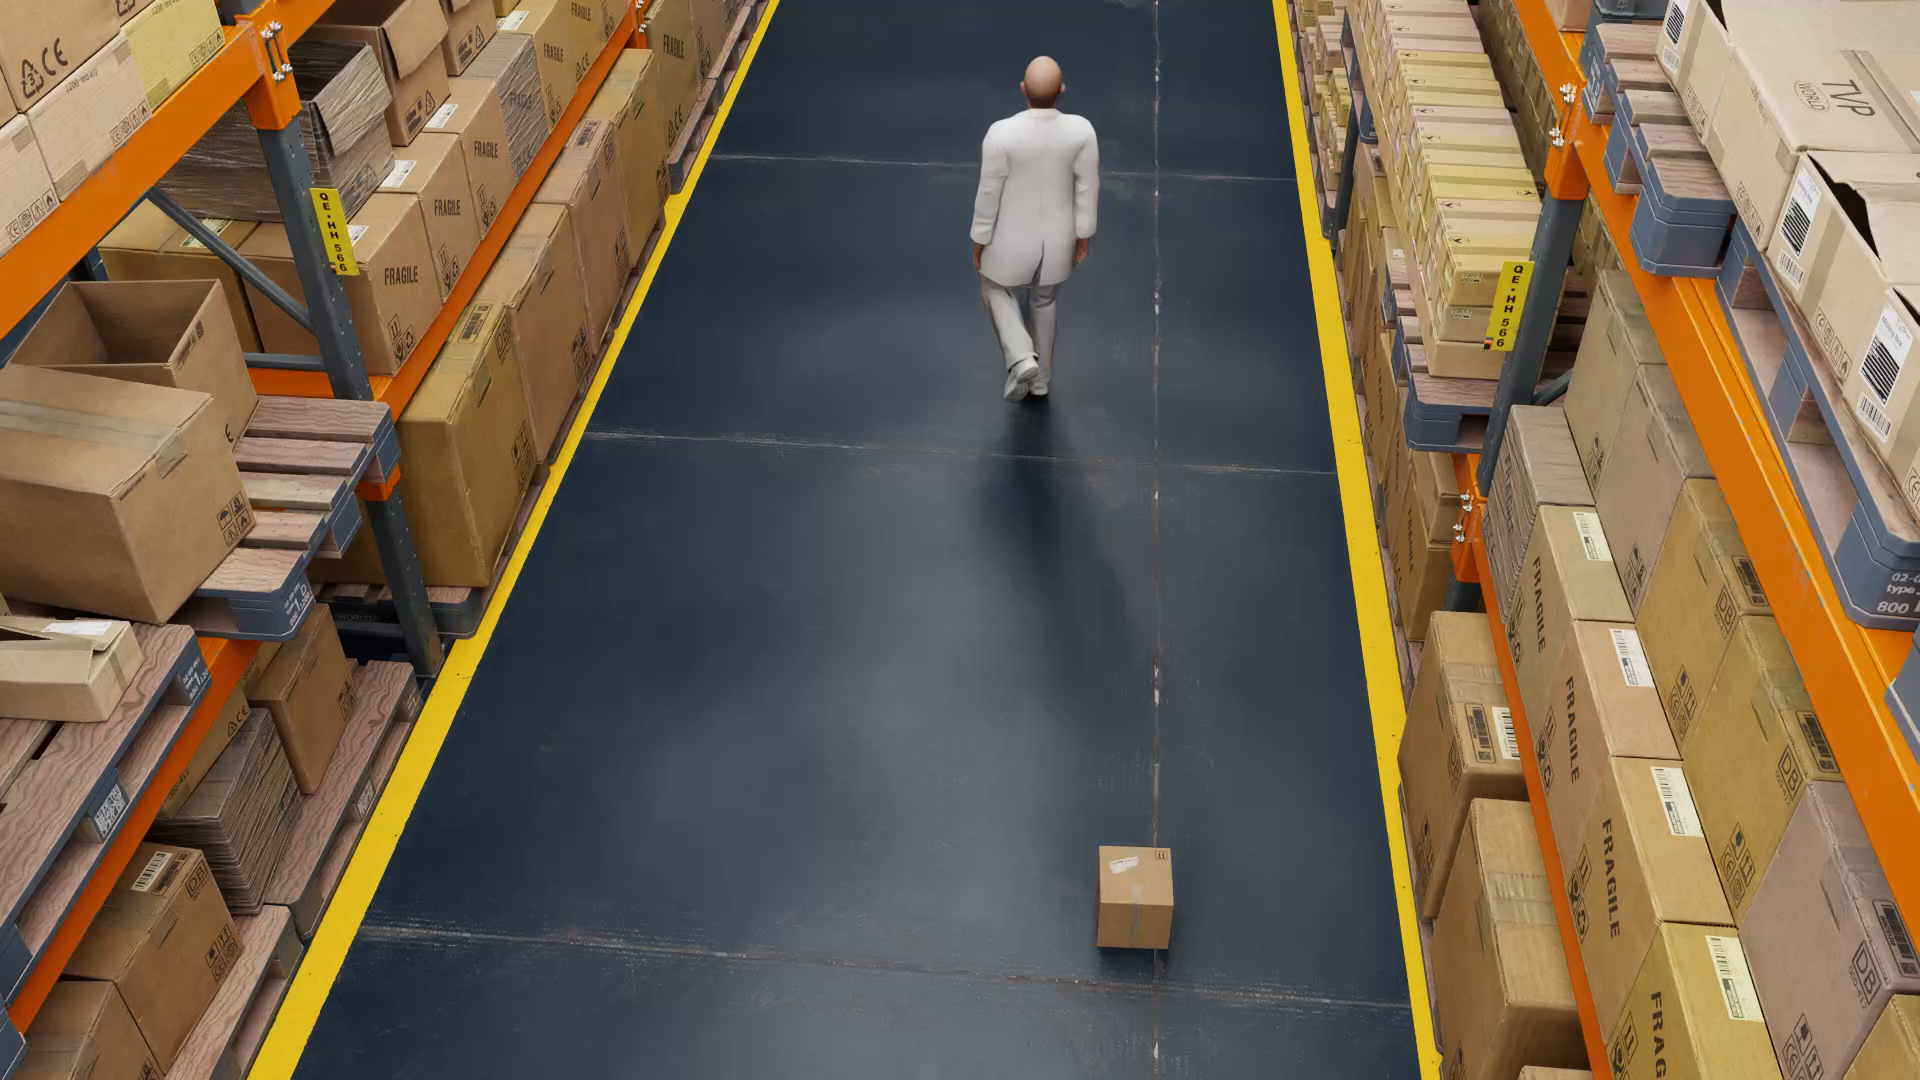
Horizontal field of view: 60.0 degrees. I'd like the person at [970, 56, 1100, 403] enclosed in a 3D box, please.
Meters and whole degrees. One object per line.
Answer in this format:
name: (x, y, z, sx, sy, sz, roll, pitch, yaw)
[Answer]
person: (0.346, -1.441, 7.866, 0.610, 1.767, 0.600, -8, 40, -10)
